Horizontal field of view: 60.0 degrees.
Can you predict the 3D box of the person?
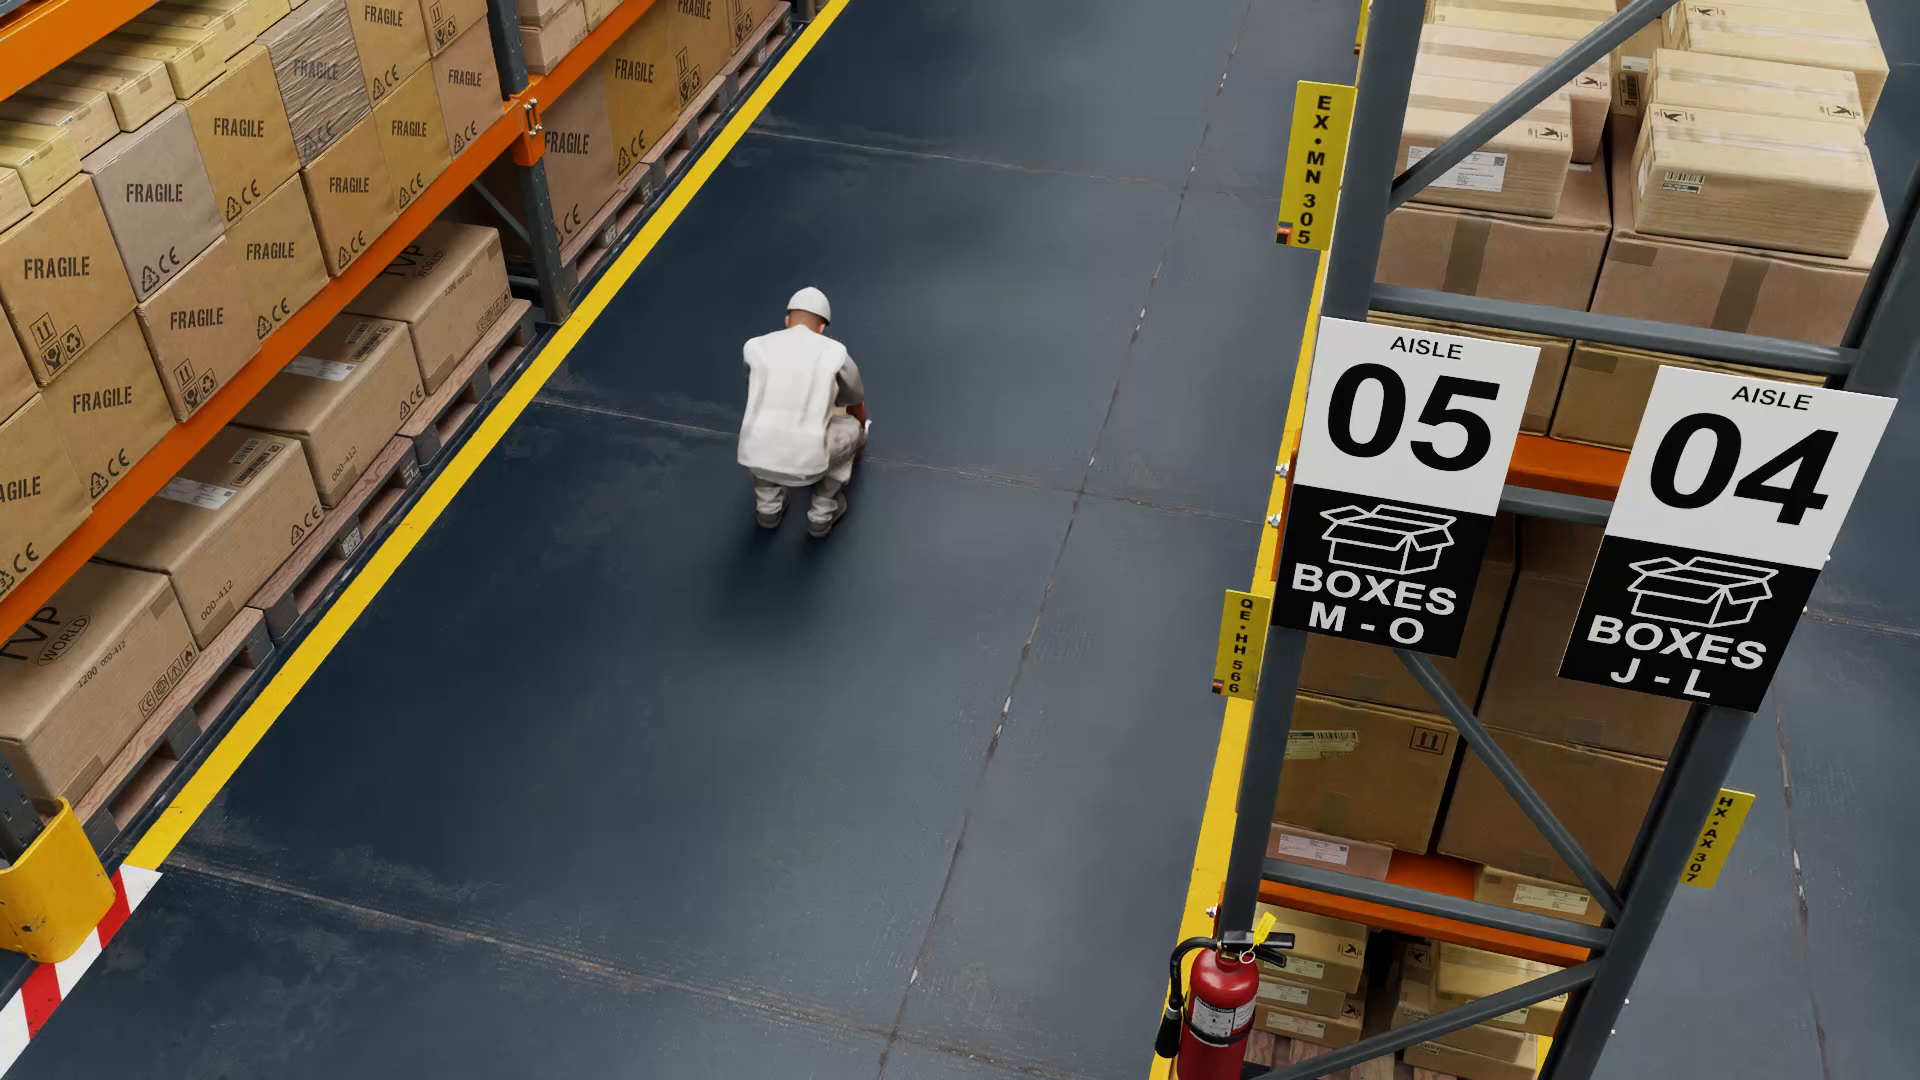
[{"bbox_3d":[-0.725,-0.547,7.447,0.570,0.920,0.886,10,42,11],"label":"person"}]
